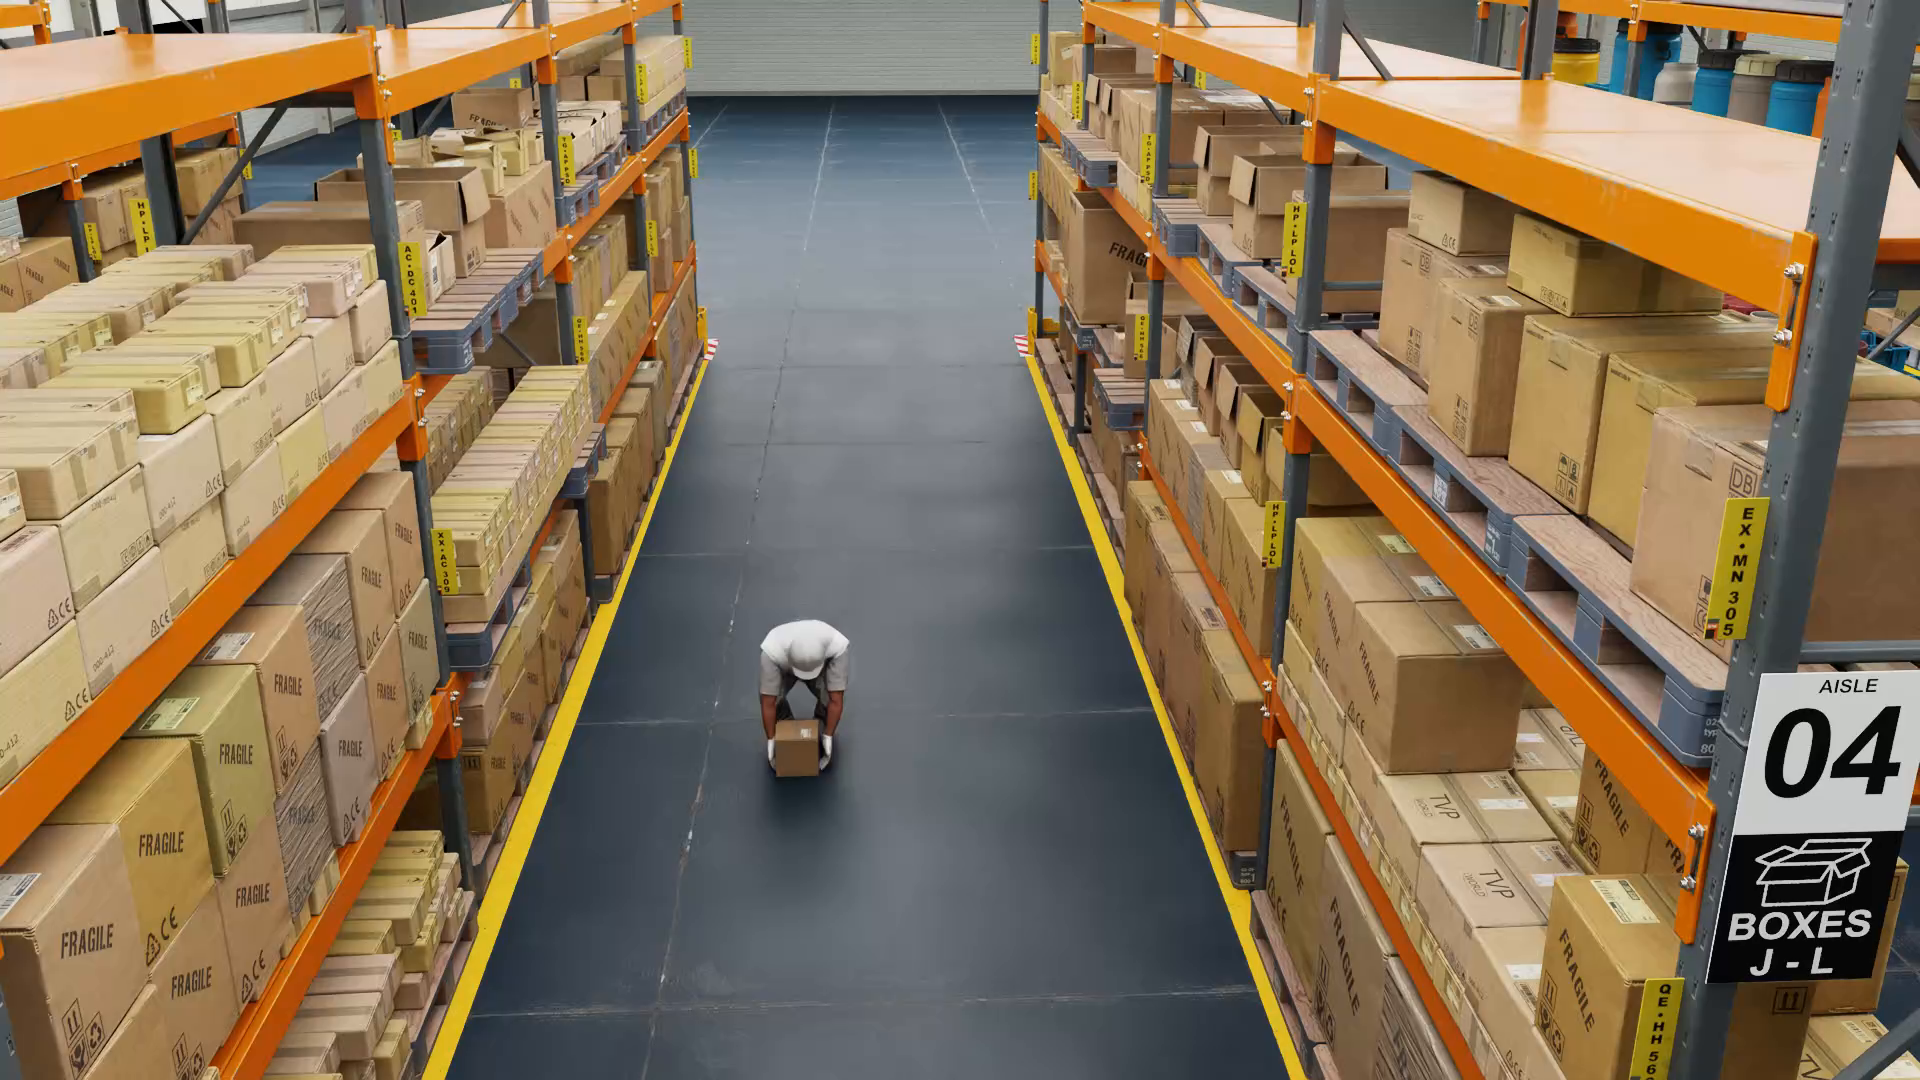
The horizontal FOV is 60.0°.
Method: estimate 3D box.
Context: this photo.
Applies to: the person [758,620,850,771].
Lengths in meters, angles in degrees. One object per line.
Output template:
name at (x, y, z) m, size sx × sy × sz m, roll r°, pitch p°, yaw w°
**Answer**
person at (-0.944, 0.843, 10.089) m, size 0.568 × 0.885 × 0.906 m, roll -1°, pitch 20°, yaw -3°
